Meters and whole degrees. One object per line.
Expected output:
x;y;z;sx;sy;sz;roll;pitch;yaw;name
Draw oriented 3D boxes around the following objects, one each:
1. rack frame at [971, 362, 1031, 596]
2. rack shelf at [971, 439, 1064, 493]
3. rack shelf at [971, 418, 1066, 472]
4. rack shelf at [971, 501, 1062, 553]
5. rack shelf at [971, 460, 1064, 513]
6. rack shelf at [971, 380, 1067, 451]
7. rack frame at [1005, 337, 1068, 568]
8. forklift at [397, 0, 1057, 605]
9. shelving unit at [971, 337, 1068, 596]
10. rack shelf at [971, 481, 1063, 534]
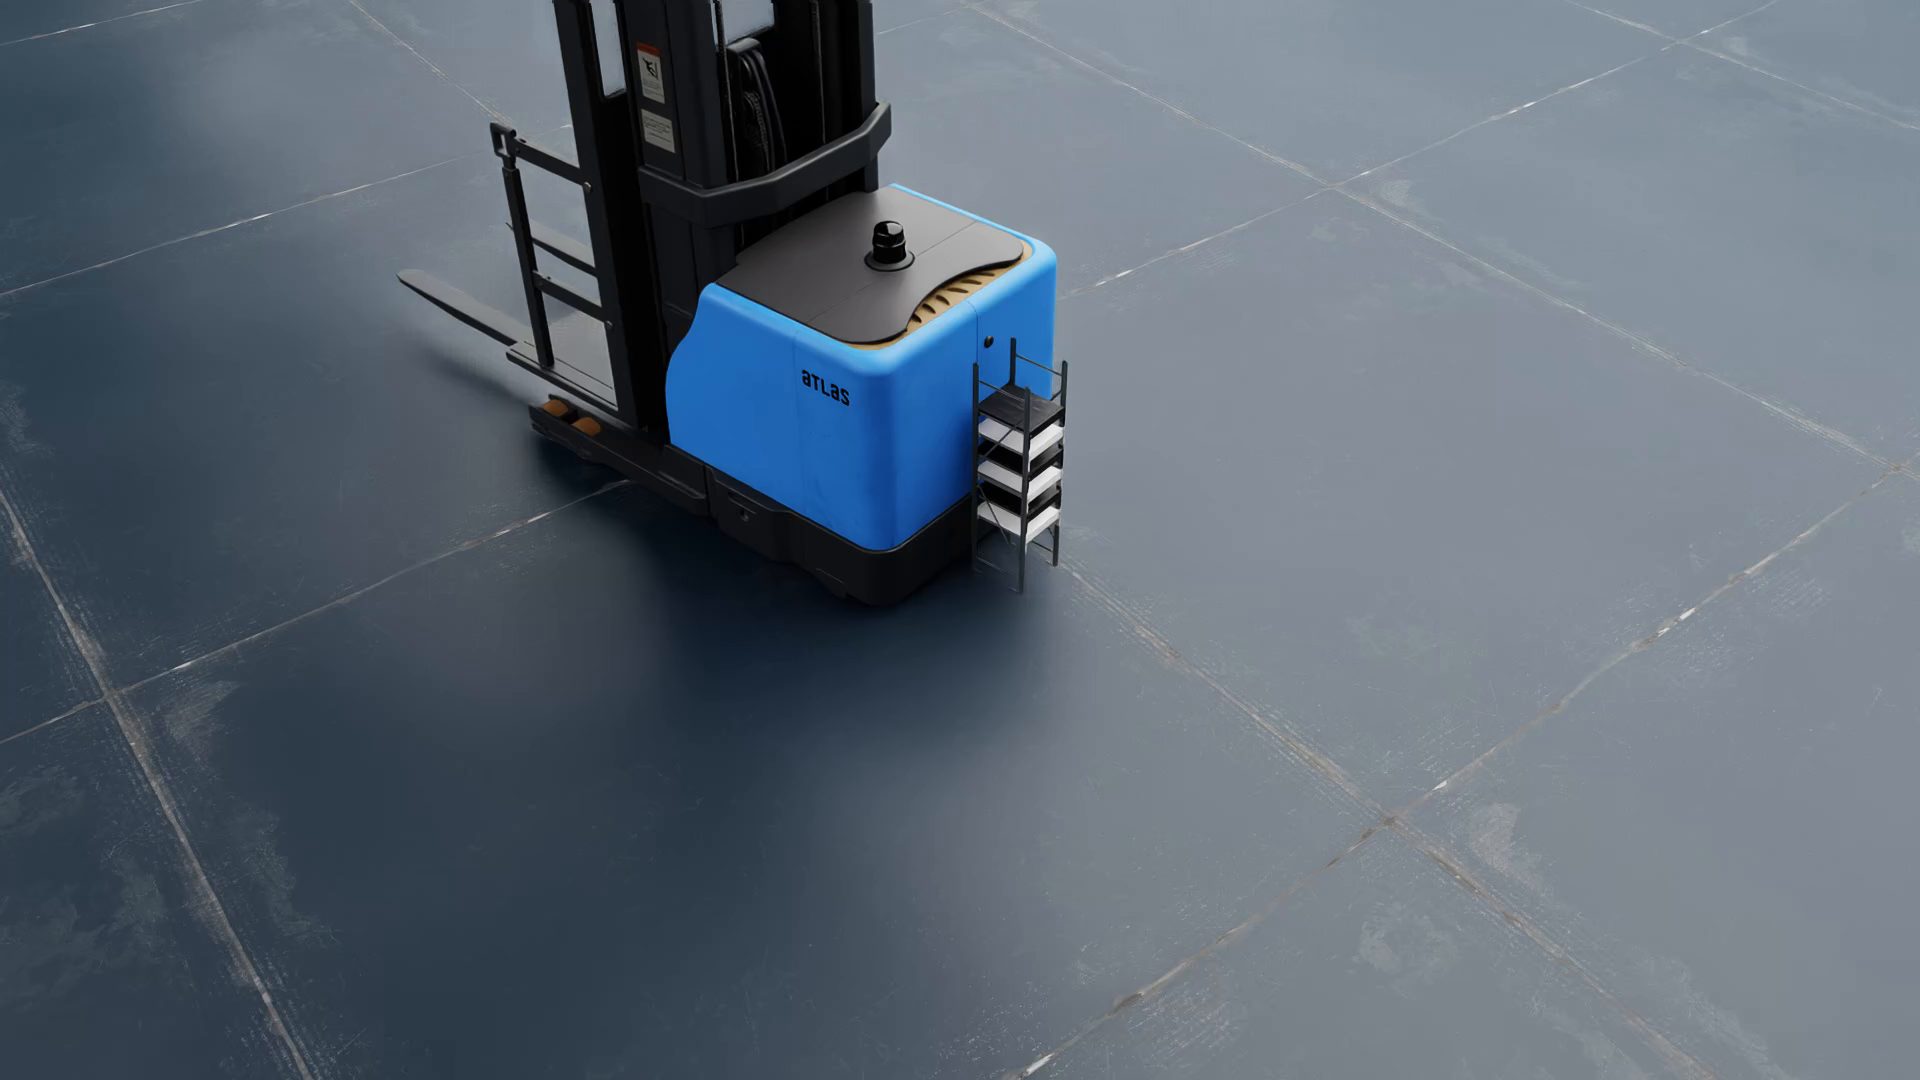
0.137;-0.196;5.779;0.240;0.900;0.006;28;47;29;rack frame
0.202;-0.290;5.804;0.258;0.077;0.200;28;47;29;rack shelf
0.202;-0.359;5.747;0.258;0.077;0.200;28;47;29;rack shelf
0.201;-0.081;5.975;0.258;0.077;0.200;28;47;29;rack shelf
0.201;-0.220;5.861;0.258;0.077;0.200;28;47;29;rack shelf
0.202;-0.429;5.689;0.258;0.077;0.200;28;47;29;rack shelf
0.266;-0.296;5.901;0.240;0.900;0.006;28;47;29;rack frame
-1.103;-1.686;5.994;3.031;2.935;1.130;28;47;29;forklift
0.202;-0.246;5.840;0.258;0.900;0.210;28;47;29;shelving unit
0.201;-0.151;5.918;0.258;0.077;0.200;28;47;29;rack shelf
